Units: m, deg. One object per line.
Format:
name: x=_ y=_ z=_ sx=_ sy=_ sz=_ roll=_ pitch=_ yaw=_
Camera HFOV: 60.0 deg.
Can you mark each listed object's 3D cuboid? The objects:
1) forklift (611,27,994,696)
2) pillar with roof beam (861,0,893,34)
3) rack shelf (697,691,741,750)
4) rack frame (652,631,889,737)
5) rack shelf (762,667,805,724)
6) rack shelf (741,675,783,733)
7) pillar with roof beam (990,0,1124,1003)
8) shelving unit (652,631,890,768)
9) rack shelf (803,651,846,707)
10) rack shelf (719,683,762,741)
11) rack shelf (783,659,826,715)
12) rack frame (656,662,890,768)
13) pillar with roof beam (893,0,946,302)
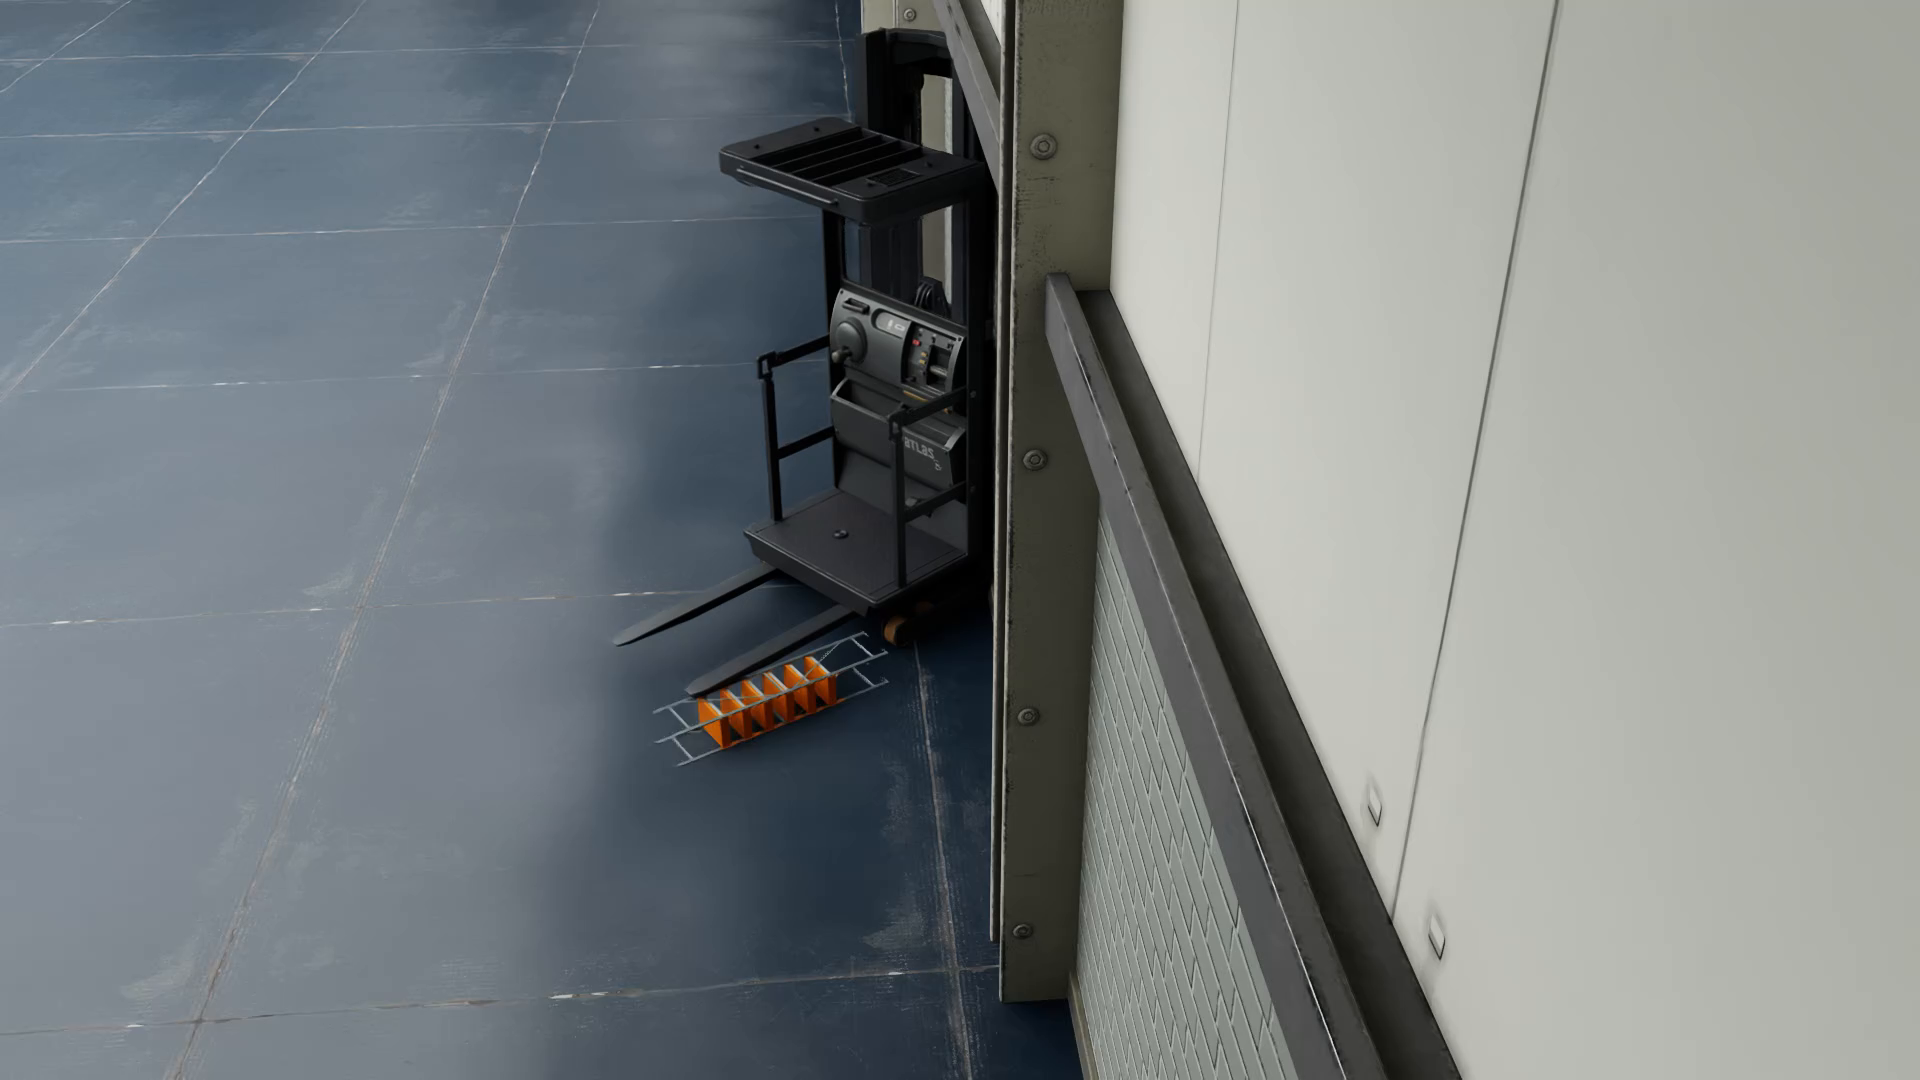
forklift: x=-0.482 y=-0.990 z=8.550 sx=1.130 sy=2.935 sz=3.031 roll=26 pitch=40 yaw=37
pillar with roof beam: x=-5.110 y=-8.042 z=14.438 sx=9.100 sy=9.000 sz=0.400 roll=-3 pitch=31 yaw=-5
rack shelf: x=-1.179 y=0.872 z=8.102 sx=0.103 sy=0.180 sz=0.258 roll=-20 pitch=36 yaw=-30
rack frame: x=-0.921 y=0.700 z=8.211 sx=1.200 sy=0.006 sz=0.240 roll=-20 pitch=36 yaw=-30
rack shelf: x=-0.884 y=0.766 z=8.280 sx=0.103 sy=0.180 sz=0.258 roll=-20 pitch=36 yaw=-30
rack shelf: x=-0.983 y=0.801 z=8.220 sx=0.103 sy=0.180 sz=0.258 roll=-20 pitch=36 yaw=-30
pillar with roof beam: x=-3.989 y=-1.915 z=4.181 sx=9.100 sy=9.000 sz=0.400 roll=-3 pitch=31 yaw=-5
shelving unit: x=-0.921 y=0.779 z=8.258 sx=1.200 sy=0.189 sz=0.258 roll=-20 pitch=36 yaw=-30
rack shelf: x=-0.688 y=0.695 z=8.398 sx=0.103 sy=0.180 sz=0.258 roll=-20 pitch=36 yaw=-30
rack shelf: x=-1.081 y=0.836 z=8.161 sx=0.103 sy=0.180 sz=0.258 roll=-20 pitch=36 yaw=-30
rack shelf: x=-0.786 y=0.730 z=8.339 sx=0.103 sy=0.180 sz=0.258 roll=-20 pitch=36 yaw=-30
rack frame: x=-0.921 y=0.857 z=8.305 sx=1.200 sy=0.006 sz=0.240 roll=-20 pitch=36 yaw=-30
pillar with roof beam: x=-4.549 y=-4.978 z=9.309 sx=9.100 sy=9.000 sz=0.400 roll=-3 pitch=31 yaw=-5
